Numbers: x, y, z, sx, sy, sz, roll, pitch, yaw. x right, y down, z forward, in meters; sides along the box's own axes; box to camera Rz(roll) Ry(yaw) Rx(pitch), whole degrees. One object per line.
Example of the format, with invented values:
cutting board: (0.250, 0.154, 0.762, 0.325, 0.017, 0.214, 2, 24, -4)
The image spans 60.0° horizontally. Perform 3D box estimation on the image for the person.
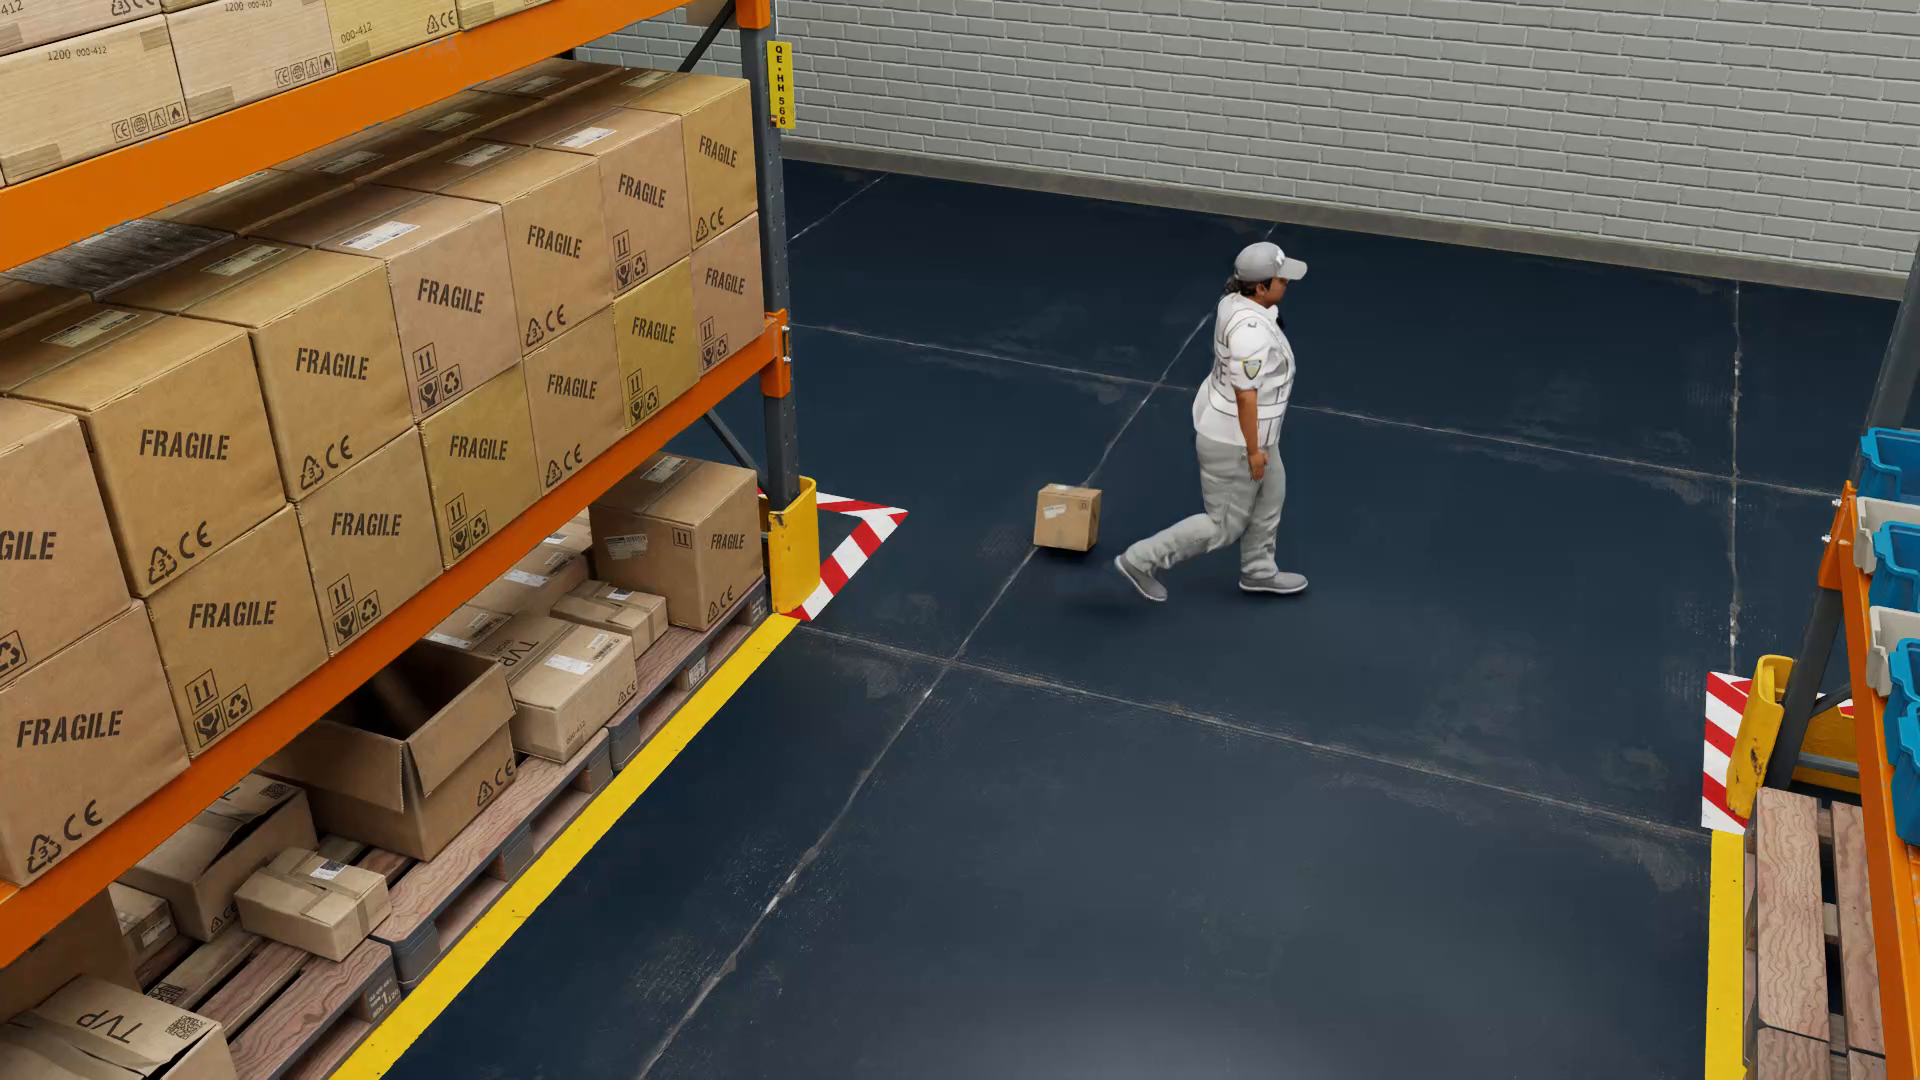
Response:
person: (1.103, -0.464, 6.921, 0.856, 1.627, 0.477, 3, 30, 6)
